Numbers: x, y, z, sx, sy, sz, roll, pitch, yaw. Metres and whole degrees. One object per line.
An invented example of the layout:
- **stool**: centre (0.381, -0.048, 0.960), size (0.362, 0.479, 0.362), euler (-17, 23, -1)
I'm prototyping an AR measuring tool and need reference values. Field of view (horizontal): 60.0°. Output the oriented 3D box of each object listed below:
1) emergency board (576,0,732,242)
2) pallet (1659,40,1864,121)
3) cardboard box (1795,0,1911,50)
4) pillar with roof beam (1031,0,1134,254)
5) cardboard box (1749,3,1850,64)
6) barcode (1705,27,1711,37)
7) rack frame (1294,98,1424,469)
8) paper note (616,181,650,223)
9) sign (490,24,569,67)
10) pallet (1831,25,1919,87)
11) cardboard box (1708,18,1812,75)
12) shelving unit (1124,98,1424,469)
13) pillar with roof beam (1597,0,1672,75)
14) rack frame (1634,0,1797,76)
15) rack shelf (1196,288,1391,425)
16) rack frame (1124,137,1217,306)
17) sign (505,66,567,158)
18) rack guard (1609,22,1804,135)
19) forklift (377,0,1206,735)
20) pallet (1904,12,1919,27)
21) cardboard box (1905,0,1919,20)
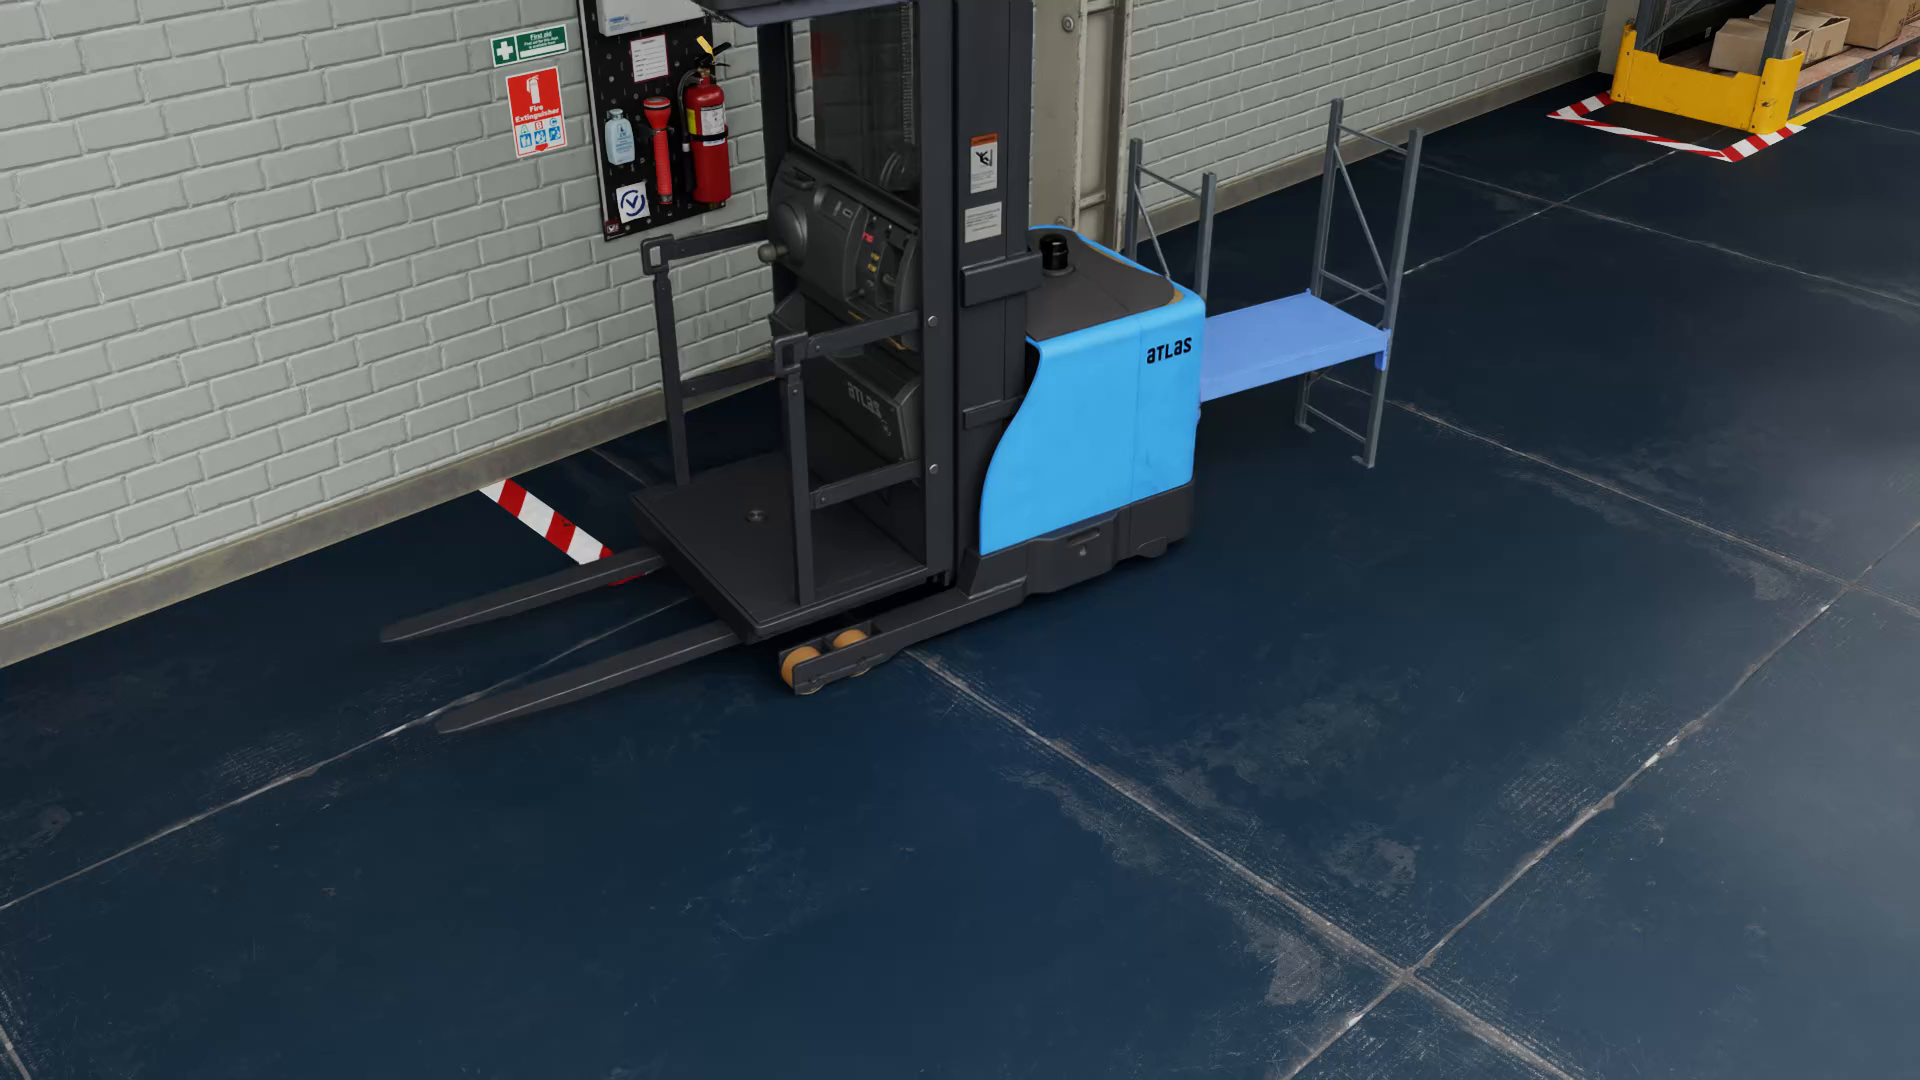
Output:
- **emergency board**: centre (-1.211, -1.847, 6.896), size (0.643, 1.169, 0.194), euler (-26, 40, -35)
- **pallet**: centre (5.777, -3.370, 12.060), size (1.213, 0.211, 1.003), euler (-26, 40, -35)
- **cardboard box**: centre (6.660, -4.034, 12.446), size (0.700, 0.500, 0.500), euler (26, 40, 36)
- **pillar with roof beam**: centre (3.554, -3.622, 4.047), size (0.400, 9.000, 9.100), euler (-26, 40, -35)
- **cardboard box**: centre (6.088, -3.712, 12.101), size (0.500, 0.311, 0.500), euler (-22, 38, -32)
- **barcode**: centre (5.411, -3.673, 12.029), size (0.075, 0.075, 0.001), euler (-26, 40, -35)
- **rack frame**: centre (1.671, -1.068, 7.058), size (0.032, 1.500, 0.500), euler (-17, 35, -26)
- **paper note**: centre (-1.388, -1.435, 7.066), size (0.142, 0.148, 0.016), euler (-26, 40, -35)
- **sign**: centre (-1.677, -1.930, 6.489), size (0.331, 0.109, 0.001), euler (-26, 40, -35)
- **pallet**: centre (6.671, -3.801, 12.764), size (1.213, 0.211, 1.003), euler (-26, 40, -35)
- **cardboard box**: centre (5.670, -3.510, 11.771), size (0.500, 0.311, 0.500), euler (24, 39, 34)
- **shelving unit**: centre (1.233, -0.933, 6.838), size (1.048, 1.500, 0.538), euler (-17, 35, -26)
- **pillar with roof beam**: centre (7.954, -5.750, 7.528), size (0.400, 9.000, 9.100), euler (-26, 40, -35)
- **rack frame**: centre (5.101, -4.258, 10.839), size (0.127, 3.000, 1.000), euler (-26, 40, -35)
- **rack shelf**: centre (1.233, -0.780, 6.932), size (1.000, 0.185, 0.538), euler (-17, 35, -26)
- **rack frame**: centre (0.795, -0.798, 6.618), size (0.032, 1.500, 0.500), euler (-17, 35, -26)
- **sign**: centre (-1.687, -1.706, 6.630), size (0.234, 0.329, 0.001), euler (-26, 40, -35)
- **rack guard**: centre (5.157, -3.219, 11.535), size (0.348, 0.500, 1.175), euler (-26, 40, -35)
- **forklift**: centre (-0.581, -1.021, 5.610), size (3.031, 2.935, 1.130), euler (-19, 36, -28)
- **pallet**: centre (7.566, -4.236, 13.475), size (1.213, 0.211, 1.003), euler (-26, 40, -35)
- **cardboard box**: centre (7.301, -4.415, 13.069), size (0.500, 0.500, 0.500), euler (26, 40, 35)
